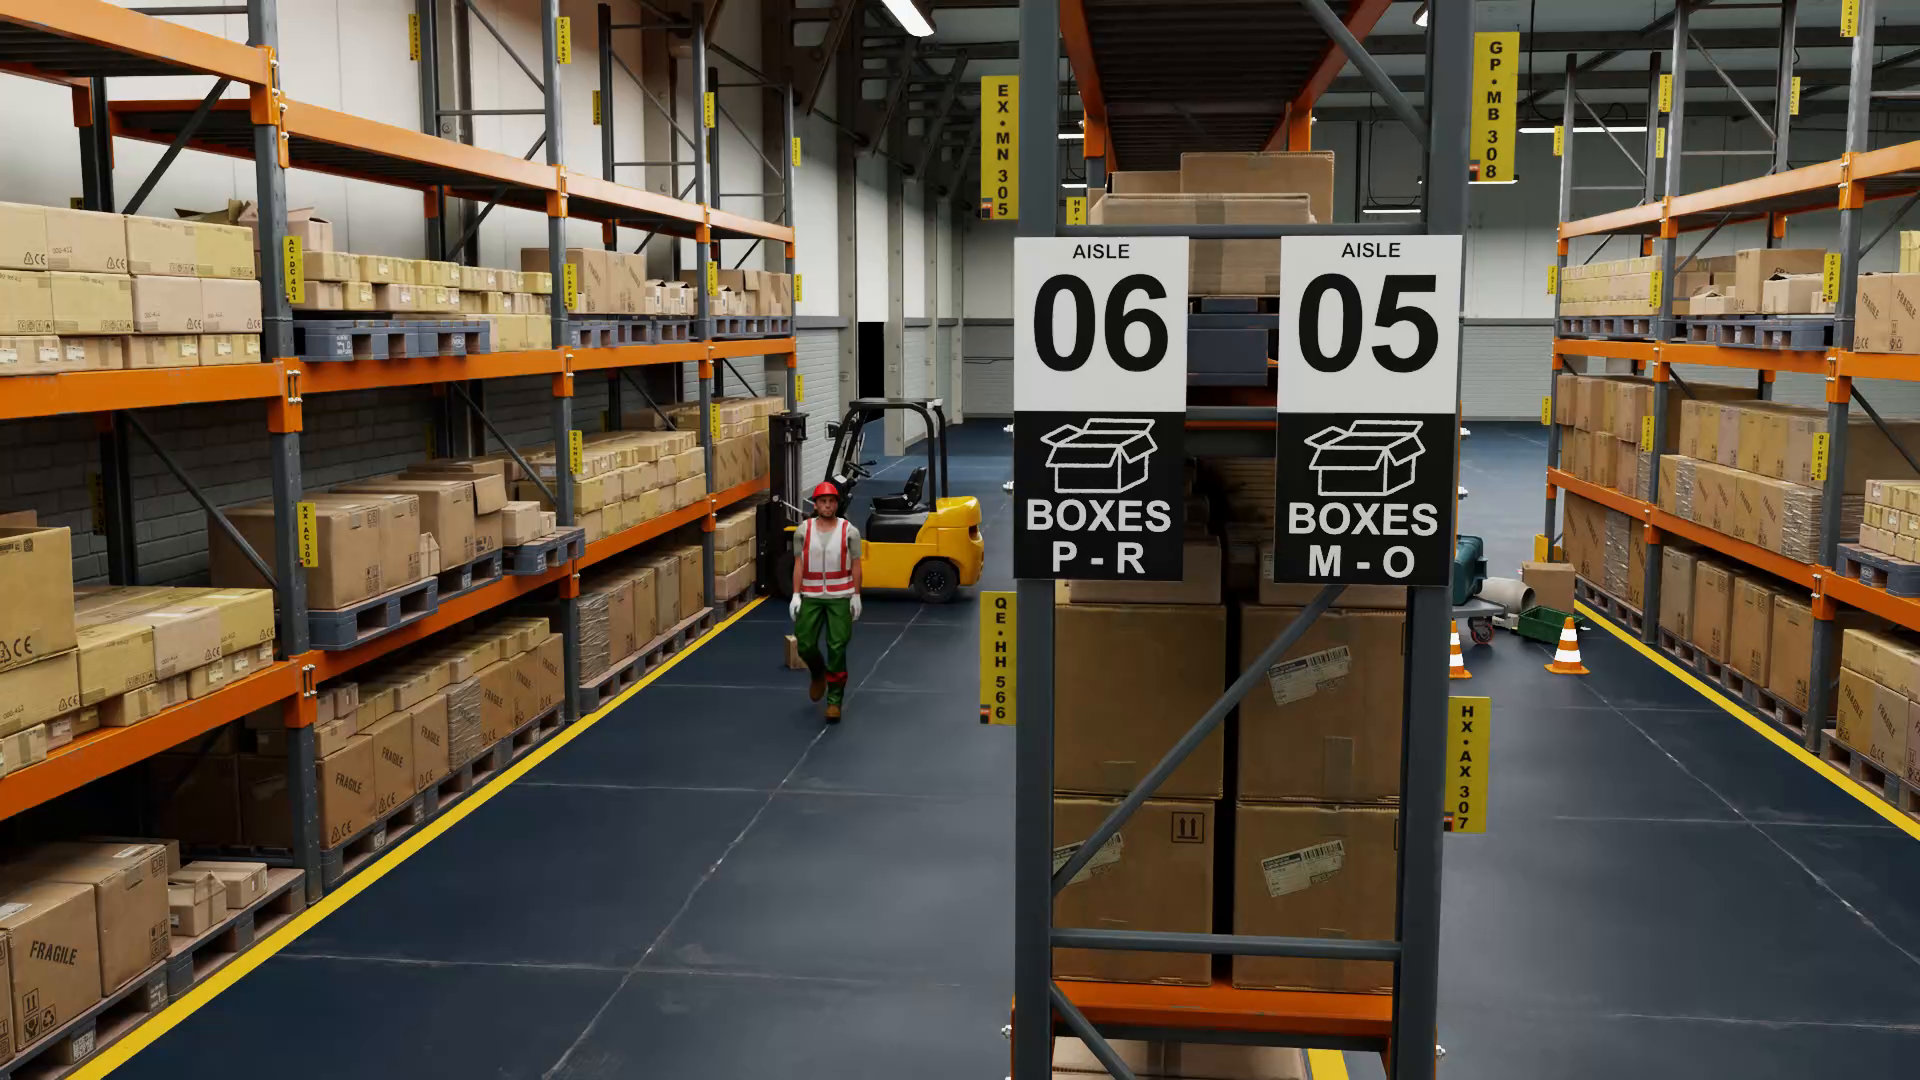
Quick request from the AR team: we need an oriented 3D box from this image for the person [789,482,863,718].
[{"bbox_3d":[-1.021,0.443,12.658,0.556,1.775,0.575,0,7,2],"label":"person"}]
